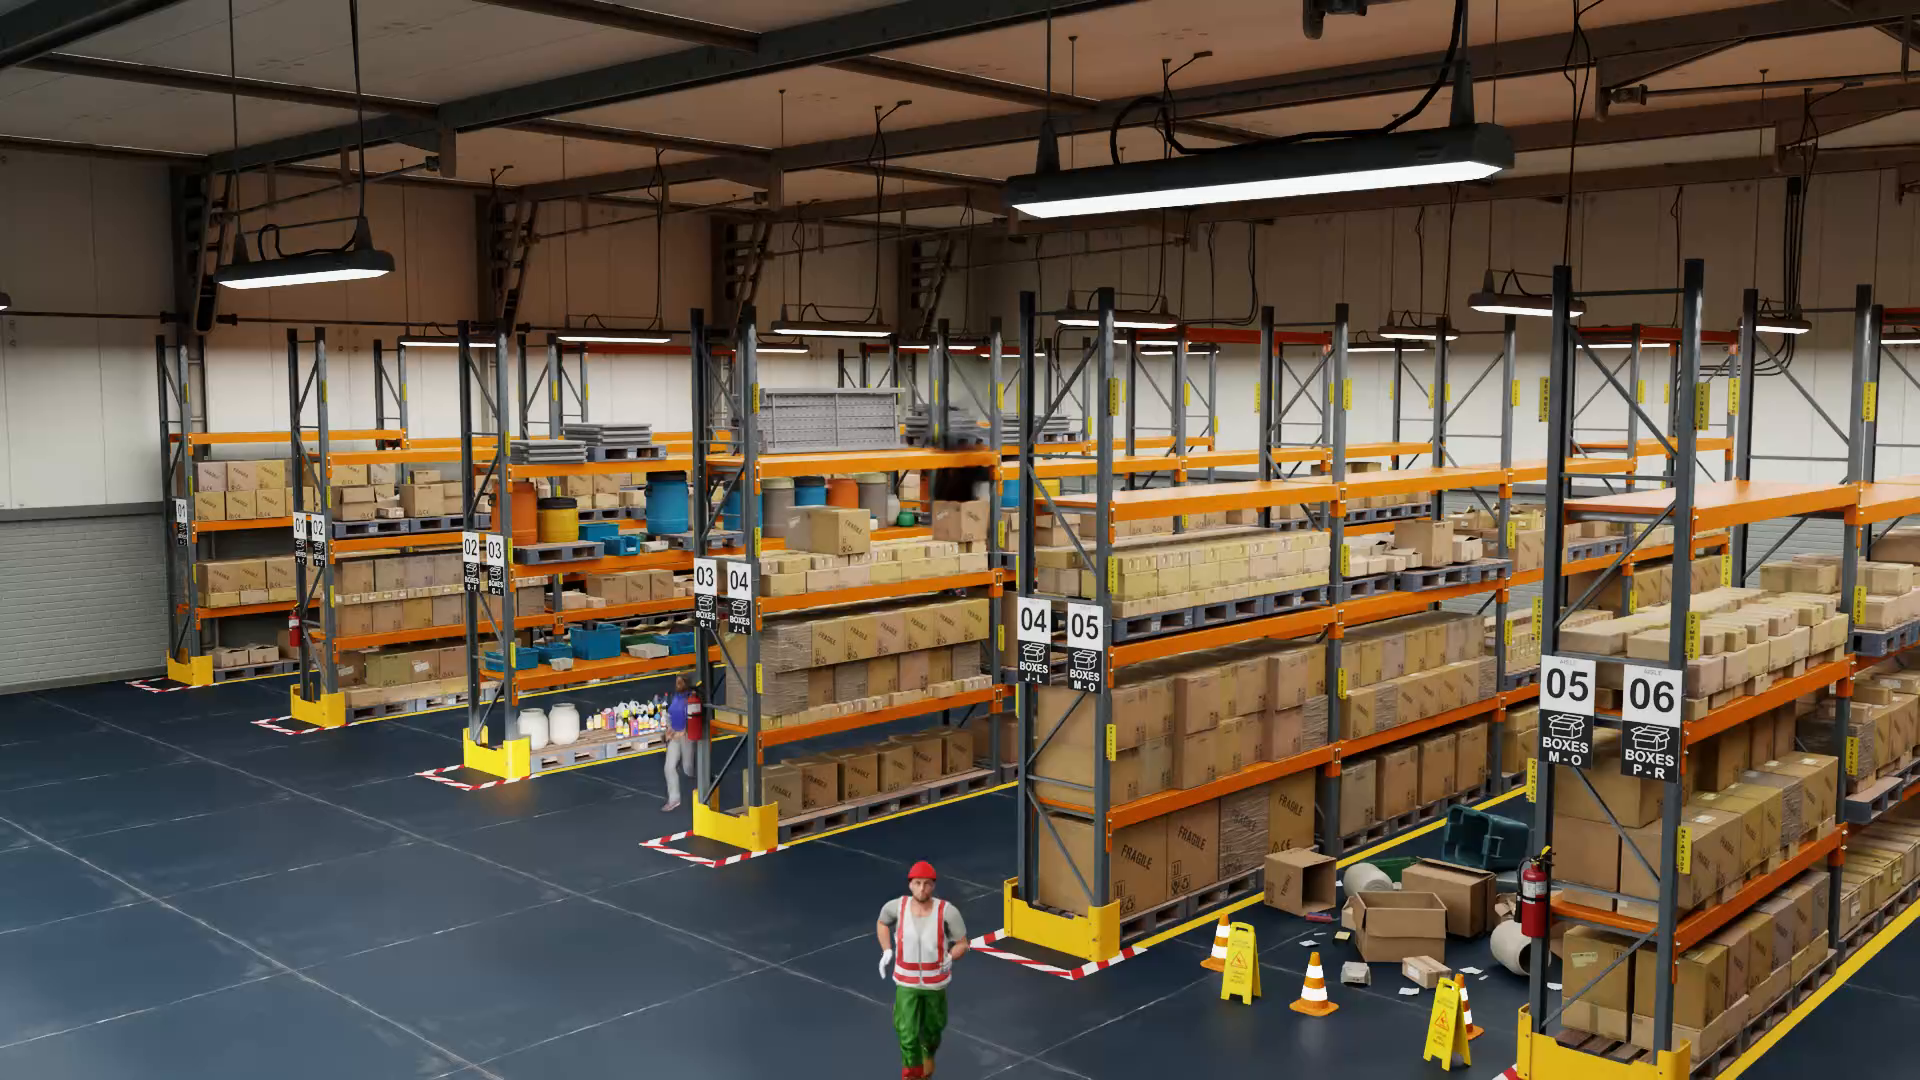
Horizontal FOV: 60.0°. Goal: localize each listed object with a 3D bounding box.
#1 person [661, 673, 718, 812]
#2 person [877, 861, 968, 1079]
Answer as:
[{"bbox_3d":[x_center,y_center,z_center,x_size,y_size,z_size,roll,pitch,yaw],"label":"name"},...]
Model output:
[{"bbox_3d":[-3.343,2.496,20.369,0.598,1.558,0.816,4,7,39],"label":"person"},{"bbox_3d":[-0.271,3.157,11.806,0.654,1.794,0.993,0,5,-1],"label":"person"}]
